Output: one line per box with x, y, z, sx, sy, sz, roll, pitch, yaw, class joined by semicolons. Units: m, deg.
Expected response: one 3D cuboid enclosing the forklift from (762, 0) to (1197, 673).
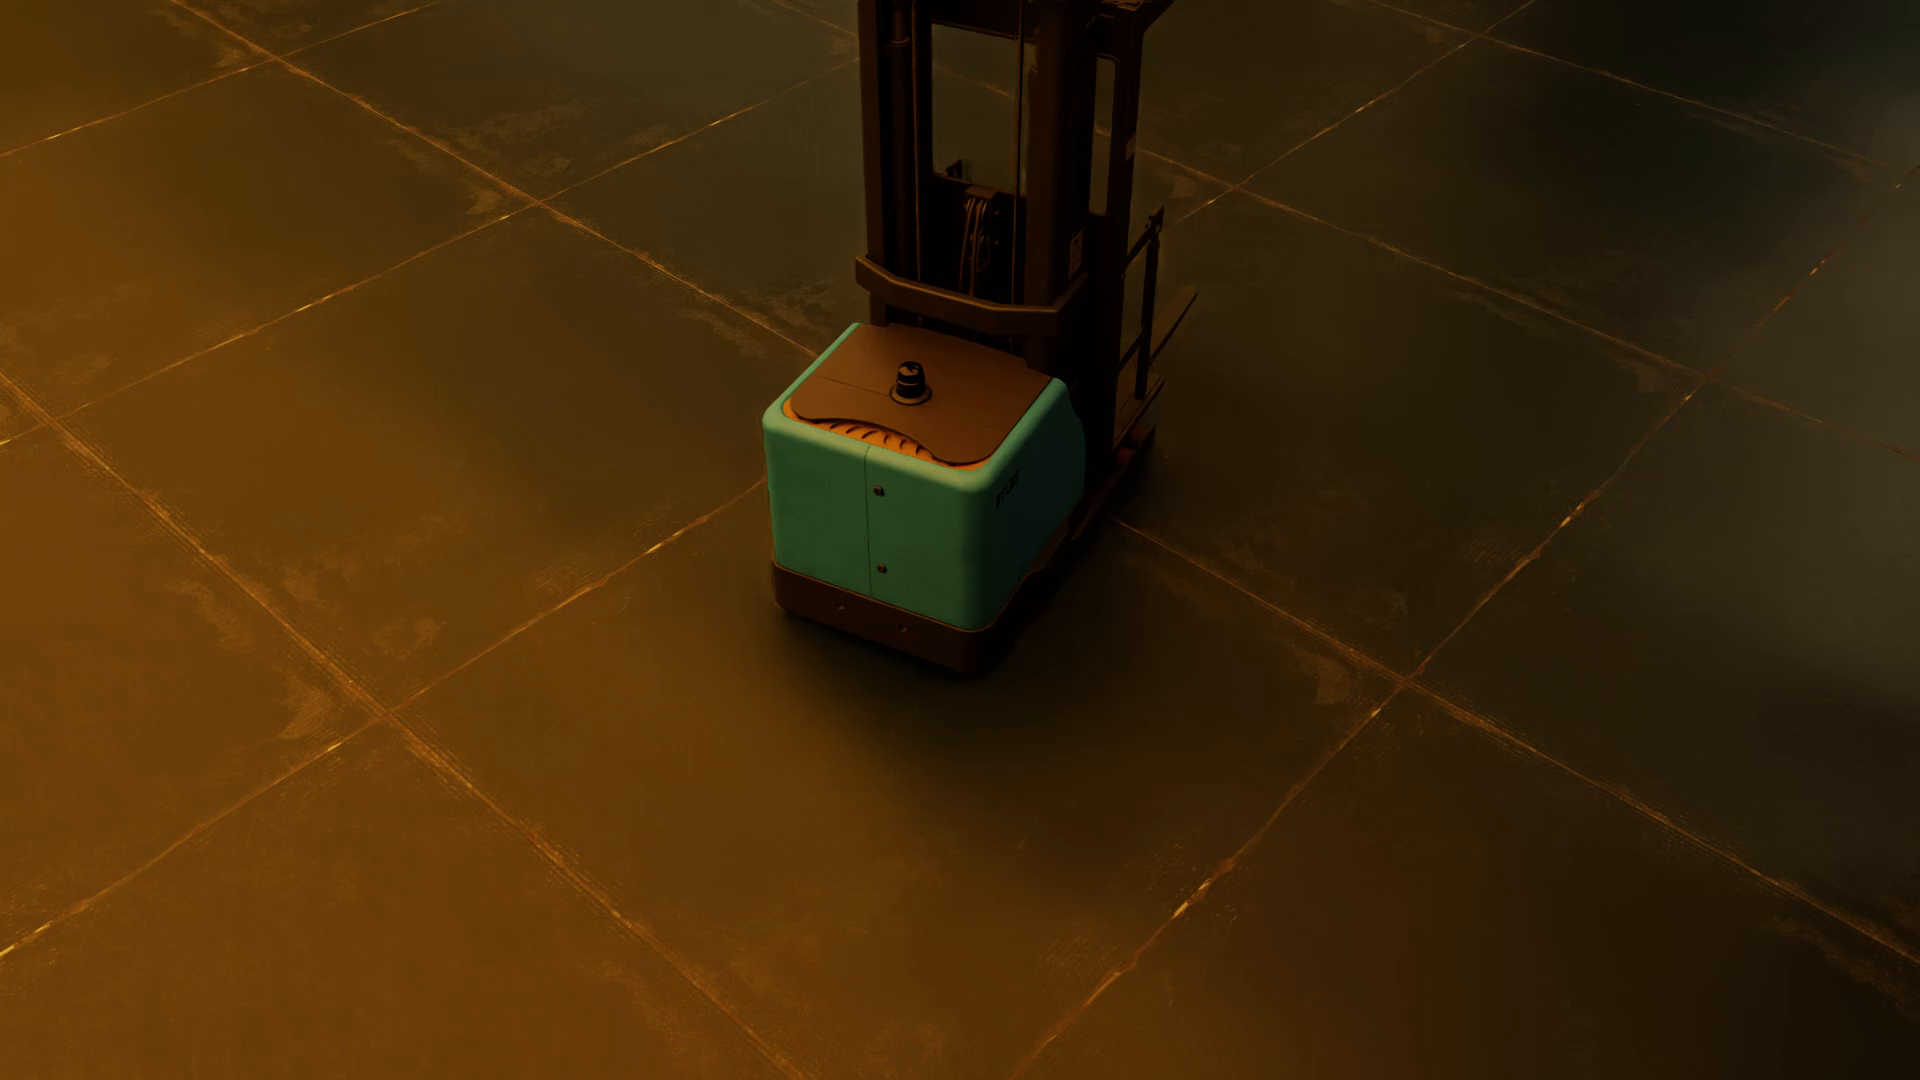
0.299;-1.512;7.191;1.130;2.935;3.031;18;44;20;forklift
